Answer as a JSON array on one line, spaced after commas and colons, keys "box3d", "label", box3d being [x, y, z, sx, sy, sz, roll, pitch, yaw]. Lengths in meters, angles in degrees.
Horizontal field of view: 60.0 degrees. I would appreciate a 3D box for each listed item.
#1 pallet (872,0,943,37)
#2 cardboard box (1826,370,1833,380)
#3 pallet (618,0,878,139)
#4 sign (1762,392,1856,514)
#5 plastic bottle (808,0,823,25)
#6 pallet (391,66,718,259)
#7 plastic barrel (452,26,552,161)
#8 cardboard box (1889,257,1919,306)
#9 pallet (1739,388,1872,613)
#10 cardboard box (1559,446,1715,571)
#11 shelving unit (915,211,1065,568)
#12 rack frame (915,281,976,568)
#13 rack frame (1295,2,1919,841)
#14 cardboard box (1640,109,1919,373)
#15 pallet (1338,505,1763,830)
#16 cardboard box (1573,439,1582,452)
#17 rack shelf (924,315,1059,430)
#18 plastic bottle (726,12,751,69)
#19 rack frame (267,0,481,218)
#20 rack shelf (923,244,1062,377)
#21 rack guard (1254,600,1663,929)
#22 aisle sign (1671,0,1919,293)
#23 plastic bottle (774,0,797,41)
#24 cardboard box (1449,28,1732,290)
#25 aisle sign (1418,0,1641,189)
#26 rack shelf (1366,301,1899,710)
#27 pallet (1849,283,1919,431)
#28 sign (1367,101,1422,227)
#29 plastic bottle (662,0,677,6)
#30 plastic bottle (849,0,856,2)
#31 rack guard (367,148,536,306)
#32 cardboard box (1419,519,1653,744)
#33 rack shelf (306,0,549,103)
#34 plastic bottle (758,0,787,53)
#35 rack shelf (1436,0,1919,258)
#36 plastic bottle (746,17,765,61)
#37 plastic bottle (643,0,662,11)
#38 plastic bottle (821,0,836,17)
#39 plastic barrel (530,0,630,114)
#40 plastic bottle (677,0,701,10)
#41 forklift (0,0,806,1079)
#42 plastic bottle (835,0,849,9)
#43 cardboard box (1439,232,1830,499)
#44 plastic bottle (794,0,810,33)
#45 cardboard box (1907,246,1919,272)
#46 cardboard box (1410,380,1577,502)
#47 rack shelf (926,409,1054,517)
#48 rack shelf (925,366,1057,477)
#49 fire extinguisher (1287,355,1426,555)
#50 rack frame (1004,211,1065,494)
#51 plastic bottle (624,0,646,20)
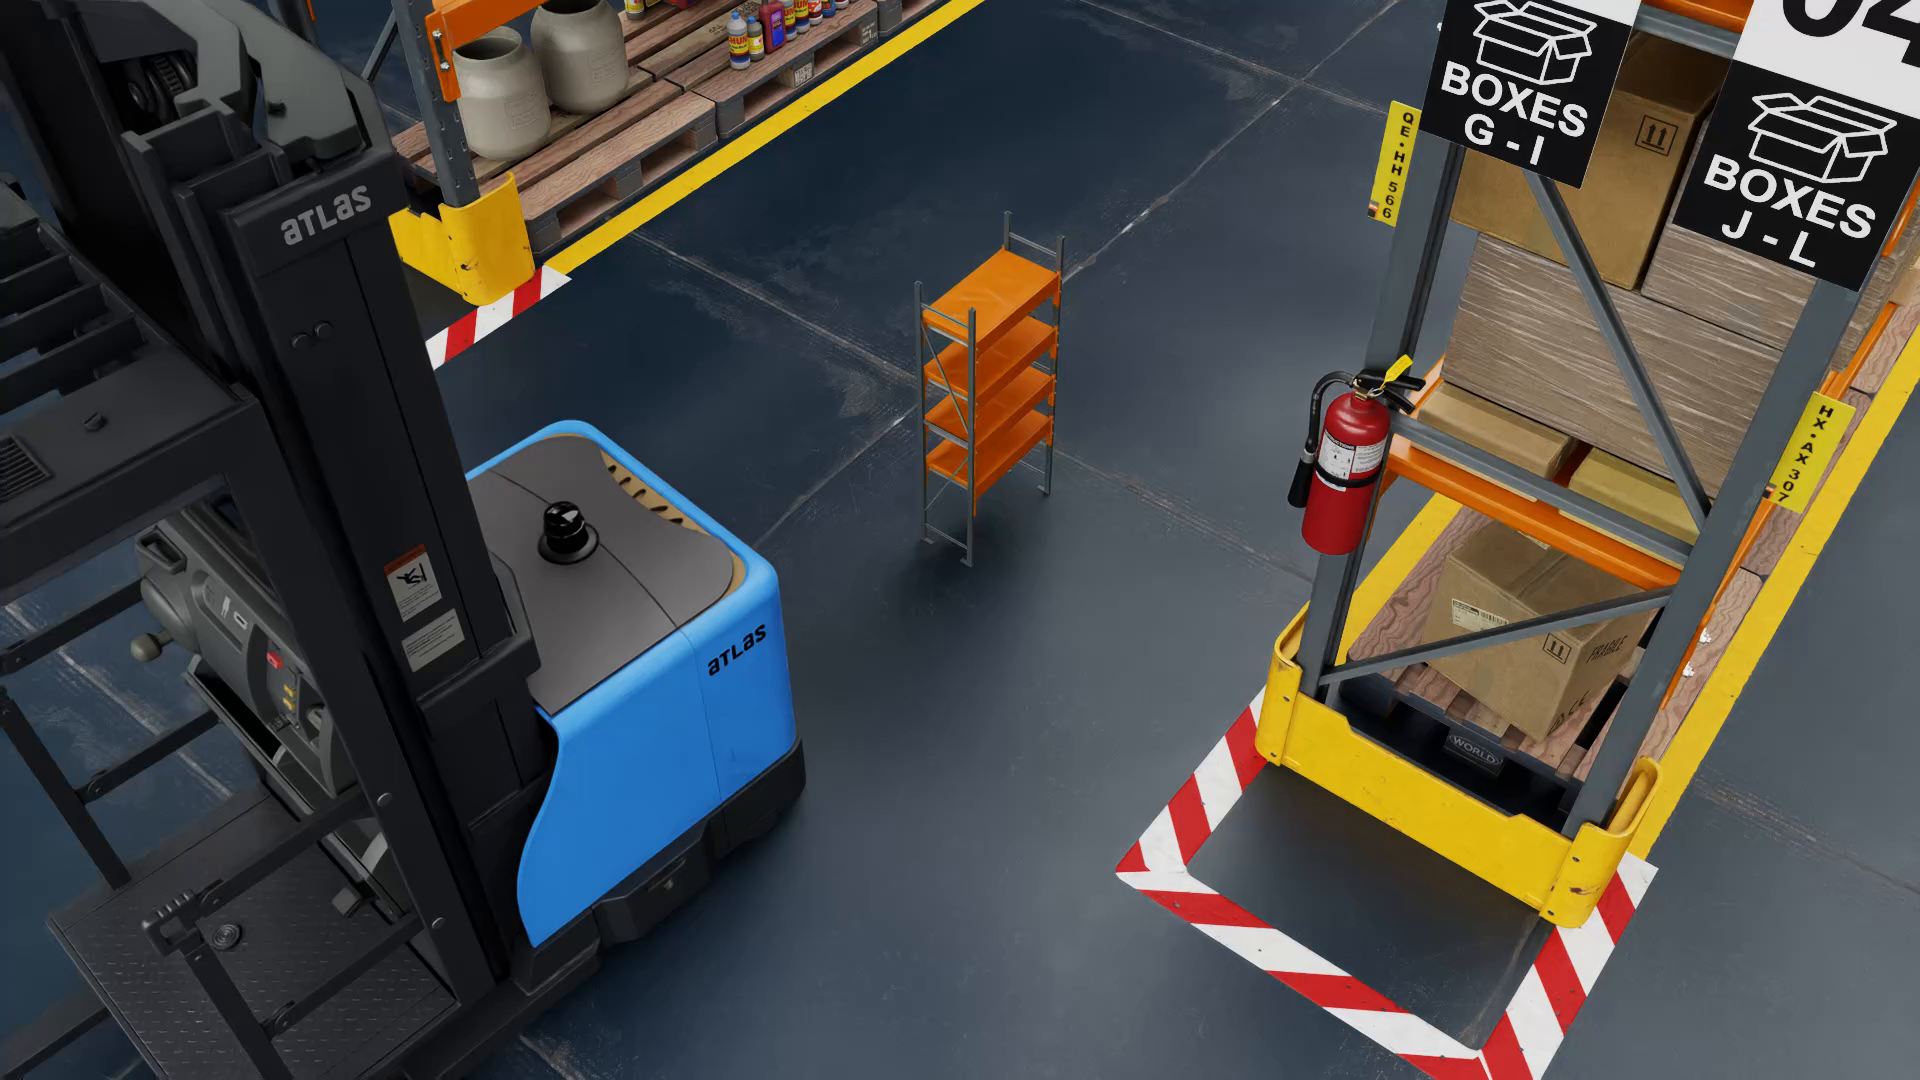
[{"box3d": [-0.432, -3.285, 9.242, 1.003, 0.211, 1.213, 29, 53, 25], "label": "pallet"}, {"box3d": [2.476, -0.670, 4.989, 0.380, 0.149, 0.250, 29, 53, 25], "label": "cardboard box"}, {"box3d": [-1.178, -2.584, 8.573, 1.003, 0.211, 1.213, 29, 53, 25], "label": "pallet"}, {"box3d": [1.915, -0.195, 3.763, 0.100, 0.325, 0.005, 29, 53, 25], "label": "sign"}, {"box3d": [-0.748, -2.721, 8.406, 0.097, 0.201, 0.097, 0, 46, 0], "label": "plastic bottle"}, {"box3d": [-1.924, -1.889, 7.909, 1.003, 0.211, 1.213, 29, 53, 25], "label": "pallet"}, {"box3d": [-2.092, -2.022, 7.537, 0.421, 0.512, 0.421, 0, 46, 0], "label": "plastic barrel"}, {"box3d": [2.842, -0.922, 5.230, 0.380, 0.149, 0.250, 29, 53, 25], "label": "cardboard box"}, {"box3d": [2.803, -0.360, 6.448, 1.003, 0.211, 1.213, 29, 53, 25], "label": "pallet"}, {"box3d": [1.848, -0.107, 4.451, 0.380, 0.149, 0.250, 29, 53, 25], "label": "cardboard box"}, {"box3d": [0.101, -0.509, 5.907, 0.258, 1.200, 0.503, 29, 53, 25], "label": "shelving unit"}, {"box3d": [-0.048, -0.370, 5.773, 0.240, 1.200, 0.015, 29, 53, 25], "label": "rack frame"}, {"box3d": [1.485, -0.136, 4.305, 1.000, 3.000, 0.127, 29, 53, 25], "label": "rack frame"}, {"box3d": [2.037, -0.813, 3.986, 0.500, 0.500, 0.500, 29, 53, 25], "label": "cardboard box"}, {"box3d": [2.056, 0.335, 5.784, 1.003, 0.211, 1.213, 29, 53, 25], "label": "pallet"}, {"box3d": [1.649, -0.446, 4.776, 0.380, 0.149, 0.250, 29, 53, 25], "label": "cardboard box"}, {"box3d": [0.101, -0.617, 5.794, 0.258, 0.148, 0.480, 29, 53, 25], "label": "rack shelf"}, {"box3d": [-1.079, -2.435, 8.084, 0.097, 0.271, 0.097, 0, 46, 0], "label": "plastic bottle"}, {"box3d": [-2.434, -2.326, 6.397, 1.000, 3.000, 0.127, 29, 53, 25], "label": "rack frame"}, {"box3d": [0.101, -0.781, 5.622, 0.258, 0.148, 0.480, 29, 53, 25], "label": "rack shelf"}, {"box3d": [1.532, 0.684, 5.251, 1.175, 0.500, 0.348, 29, 53, 25], "label": "rack guard"}, {"box3d": [1.685, -0.866, 3.205, 0.394, 0.787, 0.004, 29, 53, 25], "label": "aisle sign"}, {"box3d": [-0.870, -2.631, 8.271, 0.097, 0.271, 0.097, 0, 46, 0], "label": "plastic bottle"}, {"box3d": [1.626, -1.043, 4.205, 0.500, 0.500, 0.500, 29, 53, 25], "label": "cardboard box"}, {"box3d": [1.210, -1.131, 3.458, 0.394, 0.787, 0.004, 29, 53, 25], "label": "aisle sign"}, {"box3d": [2.708, -1.032, 5.659, 1.077, 0.370, 4.000, 29, 53, 25], "label": "rack shelf"}, {"box3d": [3.548, -1.062, 7.118, 1.003, 0.211, 1.213, 29, 53, 25], "label": "pallet"}, {"box3d": [1.058, -0.902, 4.018, 0.100, 0.325, 0.005, 29, 53, 25], "label": "sign"}, {"box3d": [-1.483, -2.914, 8.538, 0.152, 0.276, 0.135, 30, 53, 25], "label": "plastic bottle"}, {"box3d": [-0.572, -2.944, 8.567, 0.152, 0.276, 0.135, 30, 53, 26], "label": "plastic bottle"}, {"box3d": [-2.425, -1.526, 7.362, 1.175, 0.500, 0.348, 29, 53, 25], "label": "rack guard"}, {"box3d": [1.880, 0.233, 5.392, 0.500, 0.500, 0.500, -33, 54, -27], "label": "cardboard box"}, {"box3d": [-1.211, -3.222, 7.750, 1.077, 0.370, 4.000, 29, 53, 25], "label": "rack shelf"}, {"box3d": [-0.926, -2.560, 8.196, 0.061, 0.283, 0.133, 30, 53, 26], "label": "plastic bottle"}, {"box3d": [2.708, -2.068, 4.574, 1.077, 0.370, 4.000, 29, 53, 25], "label": "rack shelf"}, {"box3d": [-1.016, -2.470, 8.166, 0.097, 0.201, 0.097, 0, 46, 0], "label": "plastic bottle"}, {"box3d": [-1.601, -2.859, 8.481, 0.061, 0.283, 0.133, 30, 53, 26], "label": "plastic bottle"}, {"box3d": [-0.685, -2.804, 8.437, 0.097, 0.271, 0.097, 0, 46, 0], "label": "plastic bottle"}, {"box3d": [-1.786, -2.308, 7.811, 0.421, 0.512, 0.421, 0, 46, 0], "label": "plastic barrel"}, {"box3d": [-1.398, -2.869, 8.491, 0.061, 0.283, 0.133, 29, 53, 25], "label": "plastic bottle"}, {"box3d": [-1.889, 0.337, 3.901, 1.130, 2.935, 3.031, 35, 56, 29], "label": "forklift"}, {"box3d": [-0.622, -2.838, 8.518, 0.097, 0.201, 0.097, 0, 46, 0], "label": "plastic bottle"}, {"box3d": [1.843, -0.576, 4.451, 0.875, 0.500, 0.500, 29, 53, 25], "label": "cardboard box"}, {"box3d": [-0.808, -2.688, 8.326, 0.097, 0.271, 0.097, 0, 46, 0], "label": "plastic bottle"}, {"box3d": [2.348, -1.096, 4.256, 0.500, 0.500, 0.500, 29, 53, 25], "label": "cardboard box"}, {"box3d": [1.496, -0.303, 4.639, 0.380, 0.149, 0.250, 29, 53, 25], "label": "cardboard box"}, {"box3d": [0.101, -0.326, 6.099, 0.258, 0.148, 0.480, 29, 53, 25], "label": "rack shelf"}, {"box3d": [0.101, -0.463, 5.955, 0.258, 0.148, 0.480, 29, 53, 25], "label": "rack shelf"}, {"box3d": [1.050, -0.247, 4.465, 0.296, 0.674, 0.183, 29, 53, 25], "label": "fire extinguisher"}, {"box3d": [0.250, -0.649, 6.040, 0.240, 1.200, 0.015, 29, 53, 25], "label": "rack frame"}, {"box3d": [-1.658, -2.756, 8.439, 0.097, 0.201, 0.097, 0, 46, 0], "label": "plastic bottle"}]
